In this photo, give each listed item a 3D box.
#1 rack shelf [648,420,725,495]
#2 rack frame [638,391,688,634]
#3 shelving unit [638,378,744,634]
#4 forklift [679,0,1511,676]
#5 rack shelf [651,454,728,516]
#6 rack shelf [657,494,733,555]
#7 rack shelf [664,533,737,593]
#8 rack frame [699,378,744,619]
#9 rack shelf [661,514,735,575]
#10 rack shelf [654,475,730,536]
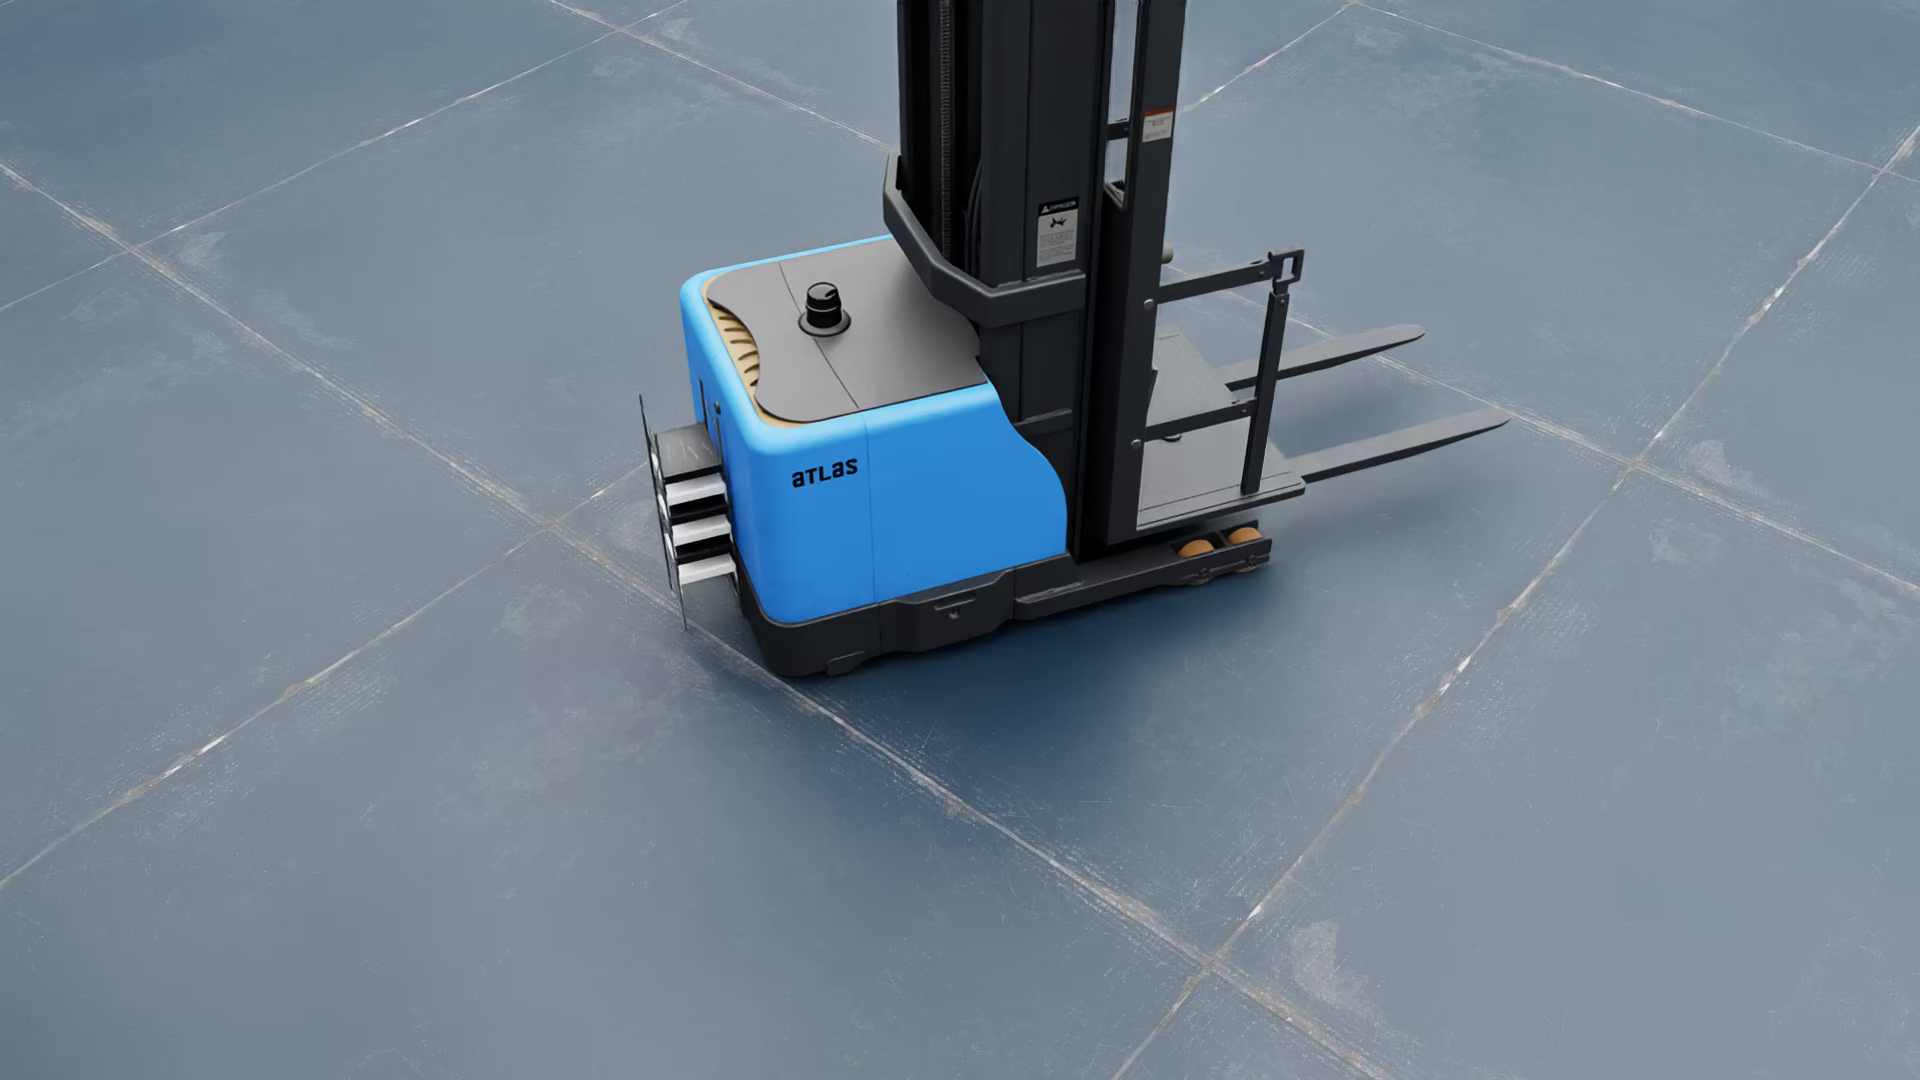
[{"bbox_3d":[-0.914,-0.277,5.534,0.200,0.077,0.258,-14,44,-15],"label":"rack shelf"},{"bbox_3d":[-1.009,-0.078,5.667,0.006,0.900,0.240,-14,44,-15],"label":"rack frame"},{"bbox_3d":[-0.914,-0.102,5.693,0.210,0.900,0.258,-14,44,-15],"label":"shelving unit"},{"bbox_3d":[0.605,-1.239,5.434,3.031,2.935,1.130,-14,44,-15],"label":"forklift"},{"bbox_3d":[-0.914,-0.211,5.595,0.200,0.077,0.258,-14,44,-15],"label":"rack shelf"},{"bbox_3d":[-0.914,-0.077,5.716,0.200,0.077,0.258,-14,44,-15],"label":"rack shelf"},{"bbox_3d":[-0.914,0.056,5.837,0.200,0.077,0.258,-14,44,-15],"label":"rack shelf"},{"bbox_3d":[-0.819,-0.126,5.720,0.006,0.900,0.240,-14,44,-15],"label":"rack frame"},{"bbox_3d":[-0.914,-0.011,5.776,0.200,0.077,0.258,-14,44,-15],"label":"rack shelf"},{"bbox_3d":[-0.914,-0.144,5.655,0.200,0.077,0.258,-14,44,-15],"label":"rack shelf"}]
